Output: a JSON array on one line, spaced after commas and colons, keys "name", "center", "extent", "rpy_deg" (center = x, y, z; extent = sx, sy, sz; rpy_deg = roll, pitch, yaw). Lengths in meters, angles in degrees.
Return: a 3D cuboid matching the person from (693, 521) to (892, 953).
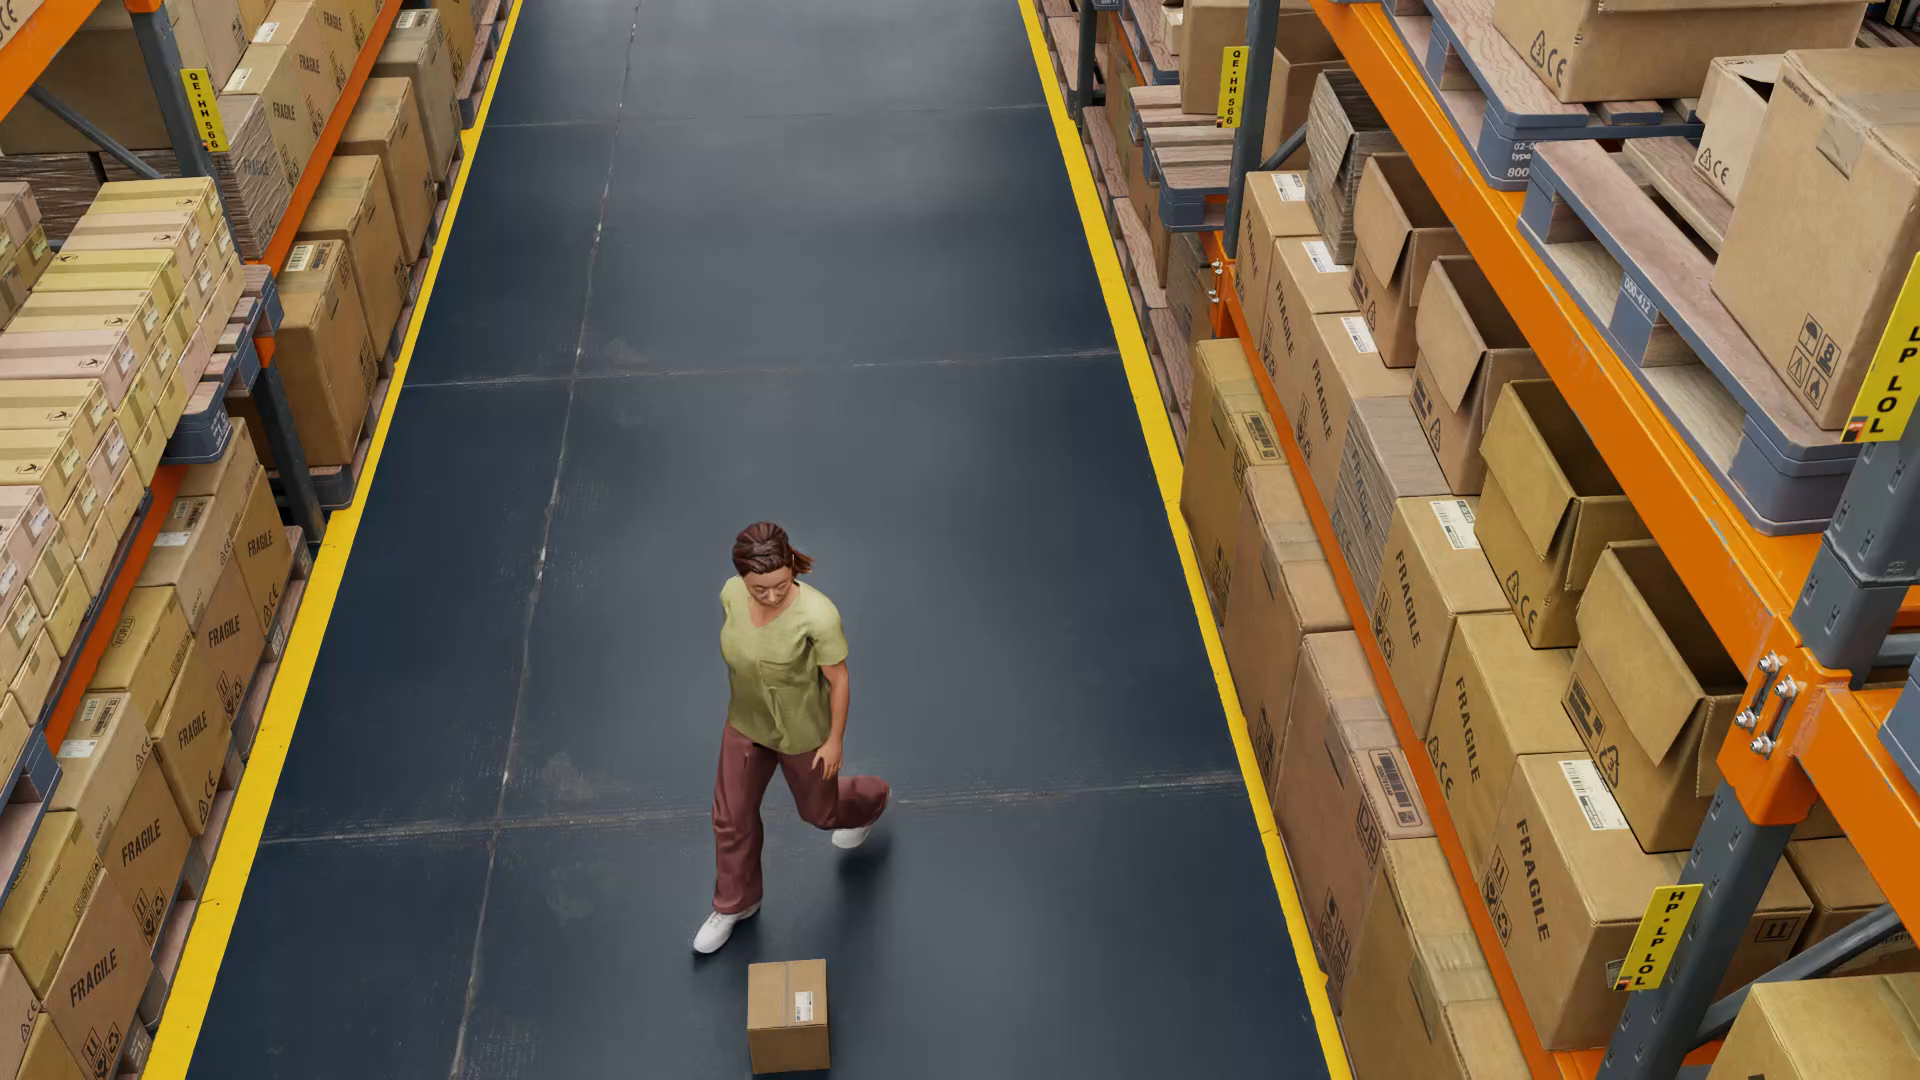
[{"name": "person", "center": [-0.577, 0.590, 5.432], "extent": [0.474, 1.650, 0.856], "rpy_deg": [18, 42, 20]}]
